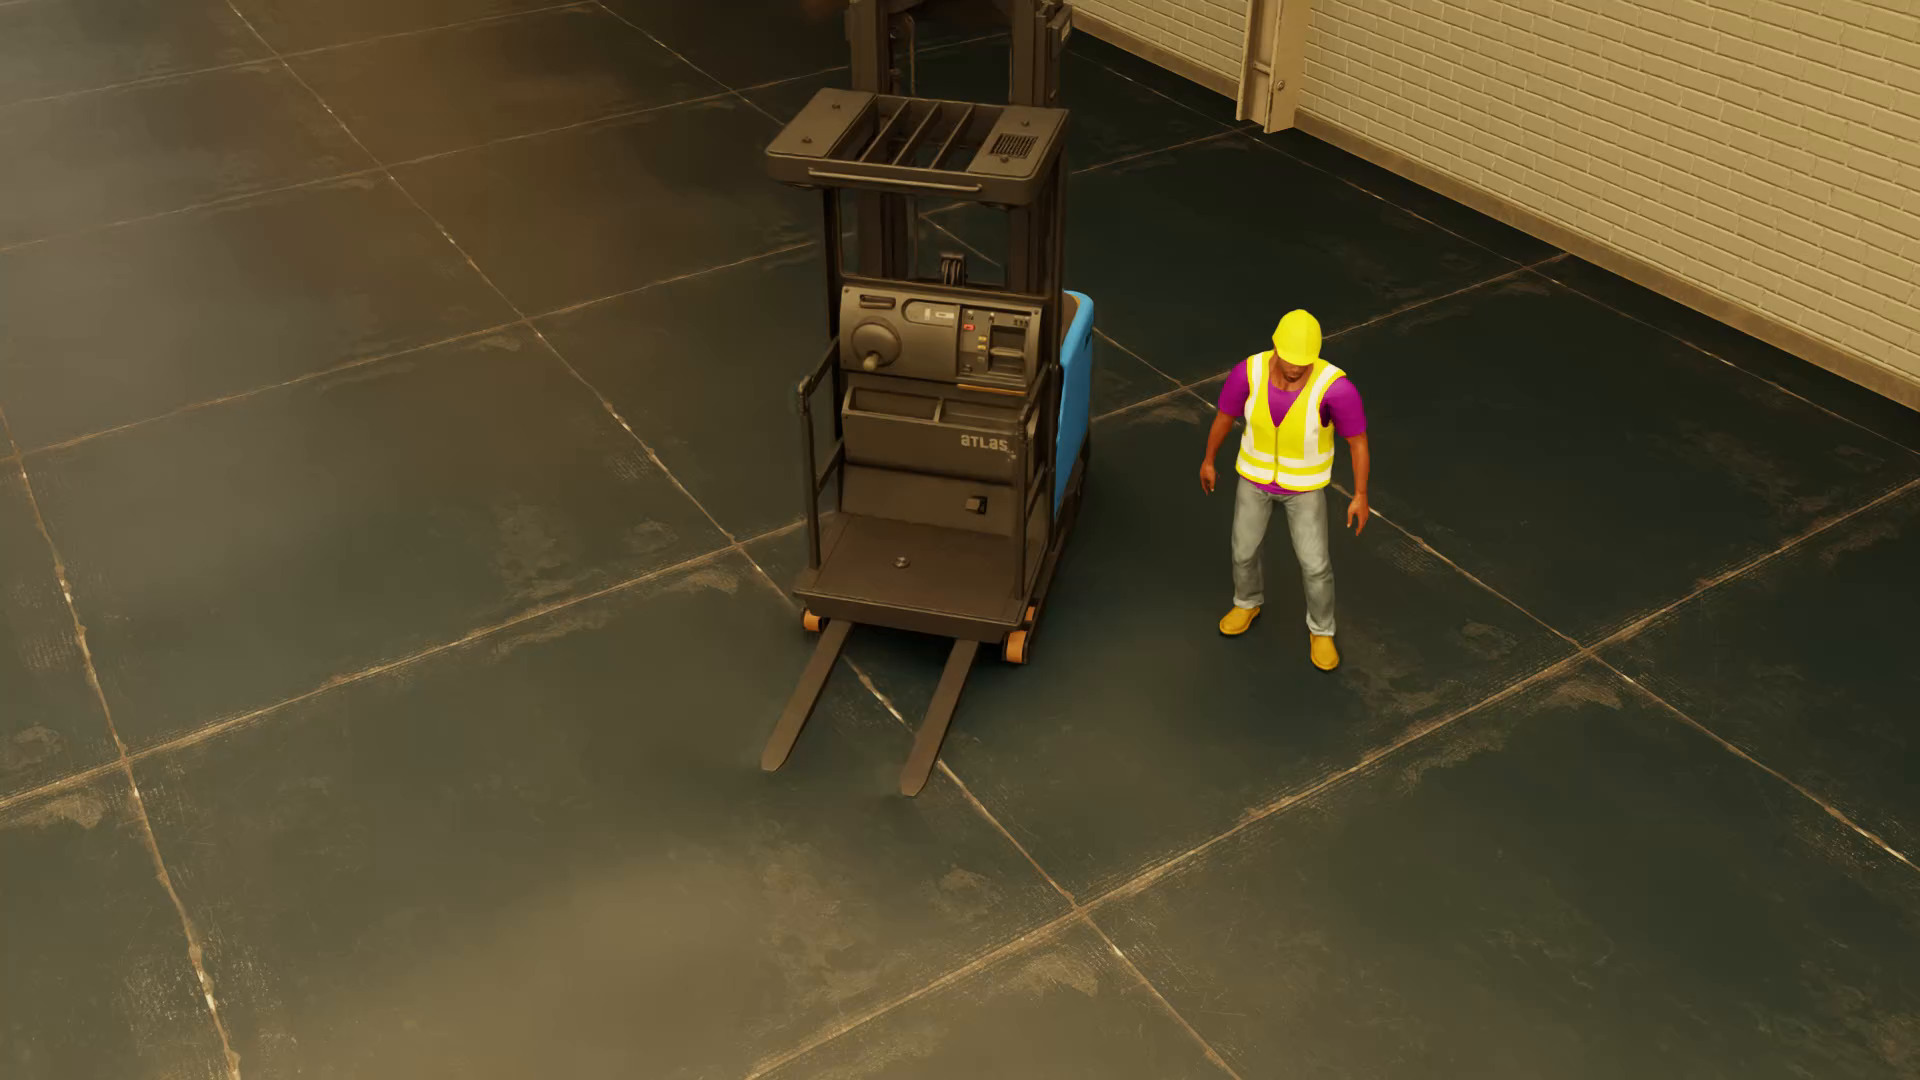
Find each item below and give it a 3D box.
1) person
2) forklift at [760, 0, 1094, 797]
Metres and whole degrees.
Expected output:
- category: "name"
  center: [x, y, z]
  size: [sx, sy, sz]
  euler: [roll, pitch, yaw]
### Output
- category: "person"
  center: [1.468, -0.266, 7.564]
  size: [0.816, 1.740, 0.415]
  euler: [14, 38, 19]
- category: "forklift"
  center: [-0.143, -0.858, 7.368]
  size: [1.130, 2.935, 3.031]
  euler: [8, 36, 11]
